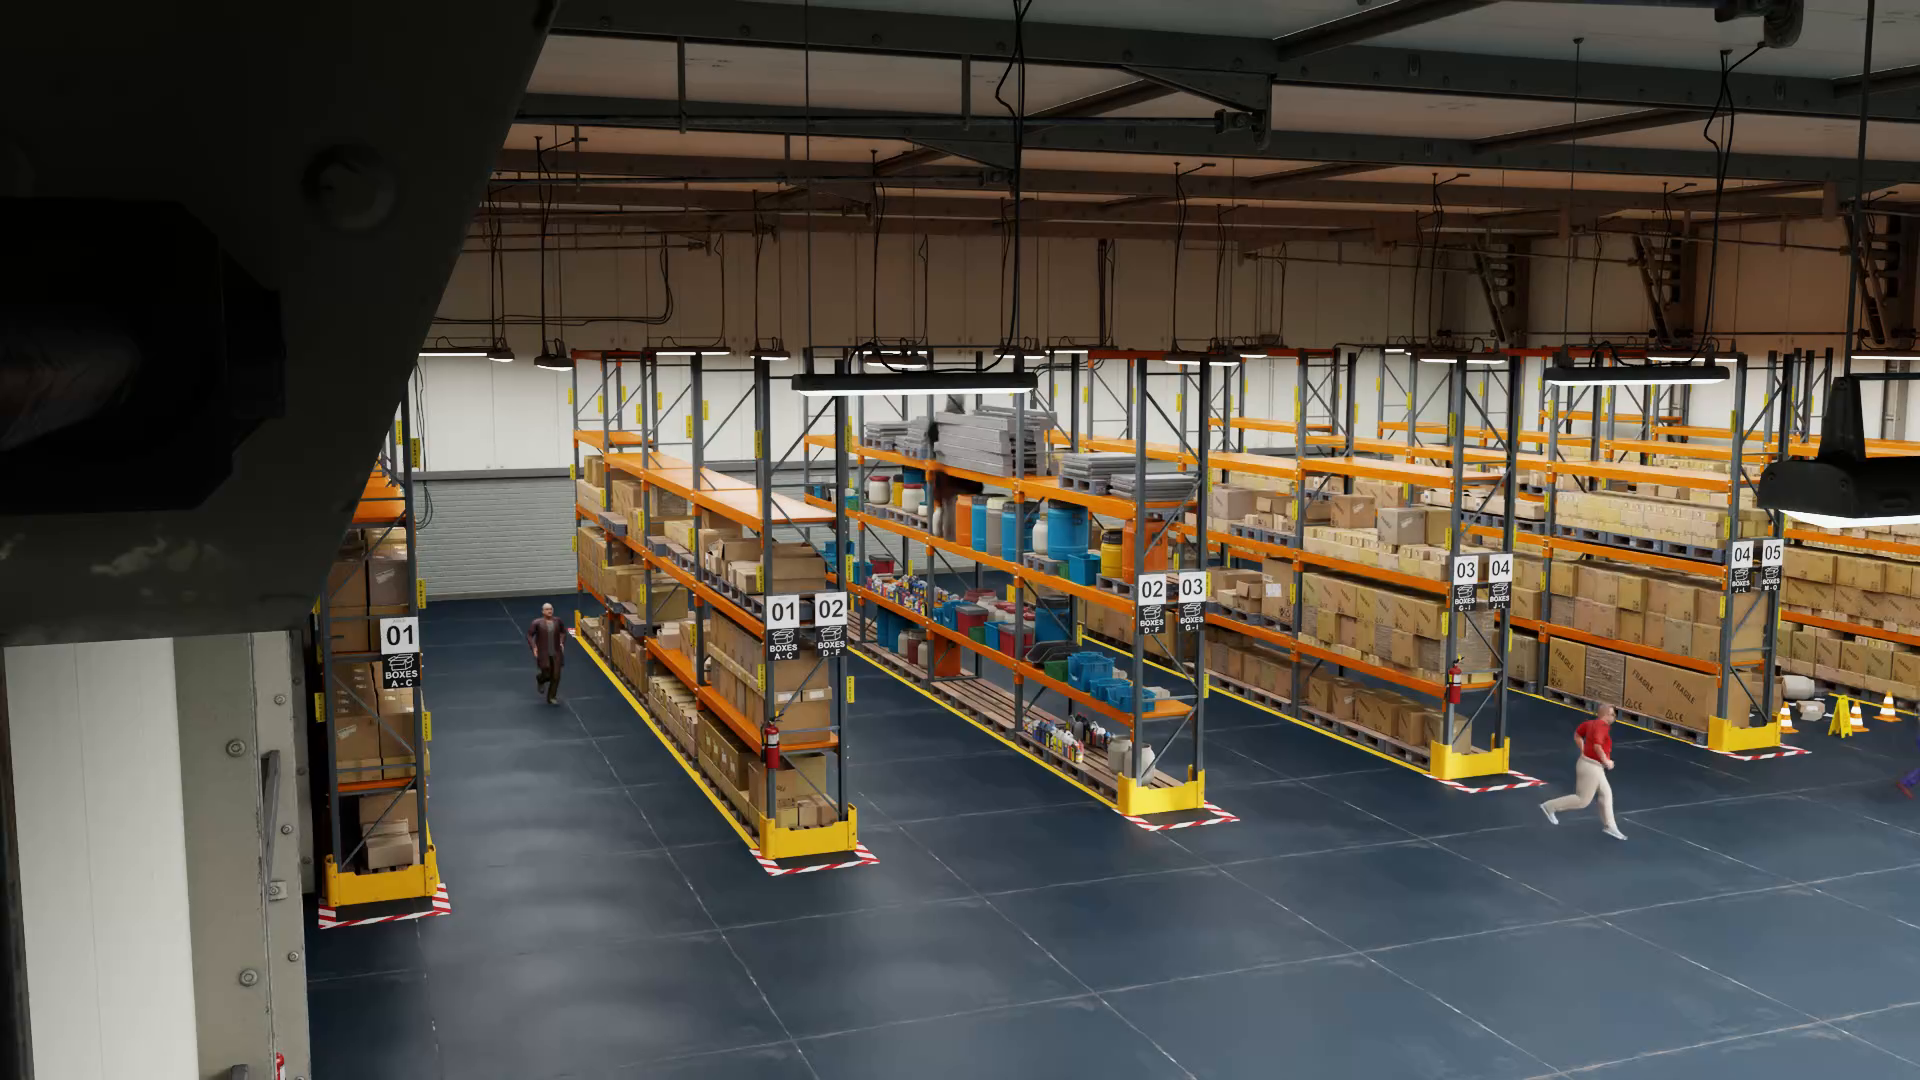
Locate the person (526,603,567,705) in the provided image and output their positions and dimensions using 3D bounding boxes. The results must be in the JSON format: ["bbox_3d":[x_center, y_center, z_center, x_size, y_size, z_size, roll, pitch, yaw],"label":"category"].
[{"bbox_3d":[-7.062,2.050,28.544,0.713,1.513,0.683,-4,8,-30],"label":"person"}]

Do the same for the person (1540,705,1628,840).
[{"bbox_3d":[7.866,2.918,20.897,1.077,1.732,0.662,1,7,11],"label":"person"}]

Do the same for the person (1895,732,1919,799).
[{"bbox_3d":[13.194,2.766,22.599,0.700,1.632,0.851,5,9,37],"label":"person"}]
